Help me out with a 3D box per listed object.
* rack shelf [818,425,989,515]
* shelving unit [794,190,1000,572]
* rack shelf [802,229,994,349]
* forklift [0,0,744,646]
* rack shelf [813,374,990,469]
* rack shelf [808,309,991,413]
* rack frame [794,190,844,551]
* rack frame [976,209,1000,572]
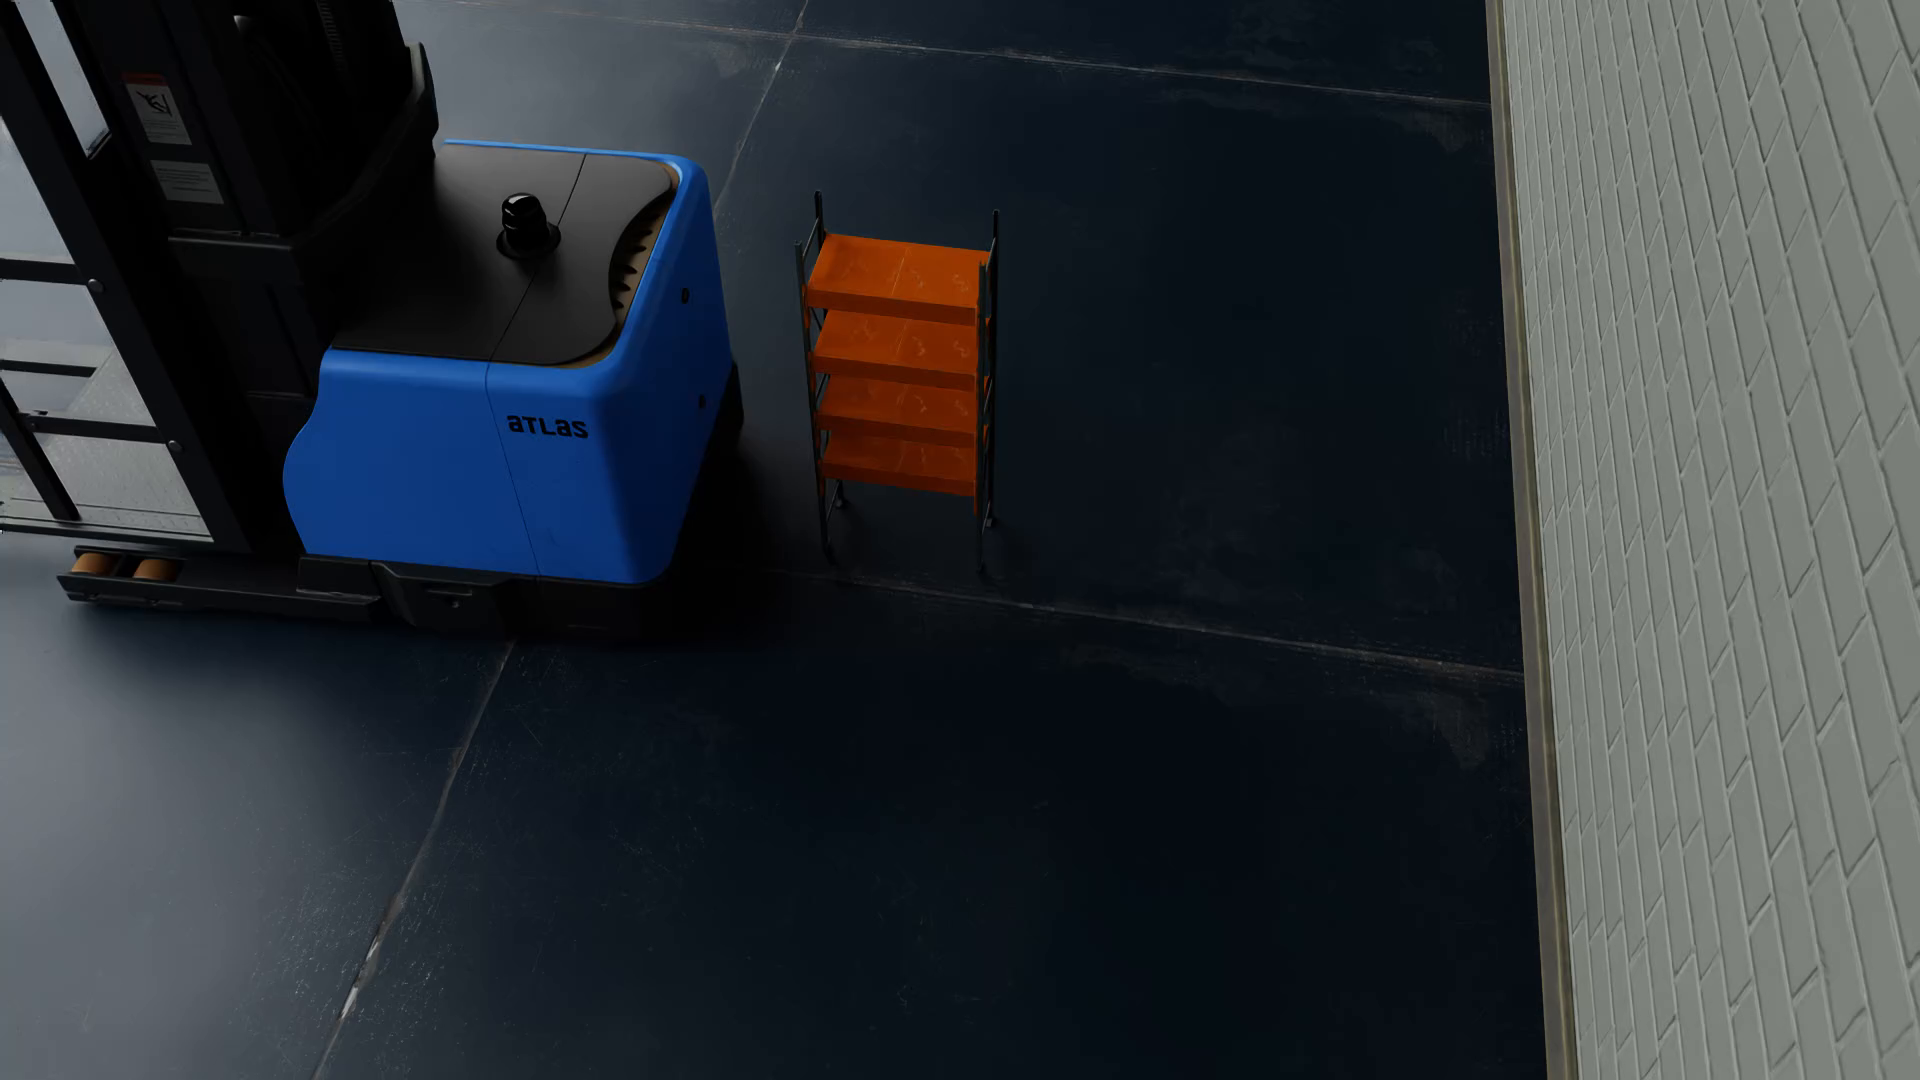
[{"bbox_3d":[-0.163,-0.245,5.021,0.480,0.148,0.258,8,49,7],"label":"rack shelf"},{"bbox_3d":[-0.163,-0.423,4.823,0.503,1.200,0.258,8,49,7],"label":"shelving unit"},{"bbox_3d":[-0.163,-0.686,4.531,0.480,0.148,0.258,8,49,7],"label":"rack shelf"},{"bbox_3d":[-2.271,-1.151,4.313,3.031,2.935,1.130,5,48,5],"label":"forklift"},{"bbox_3d":[-0.163,-0.378,4.873,0.480,0.148,0.258,8,49,7],"label":"rack shelf"},{"bbox_3d":[-0.163,-0.527,4.707,0.480,0.148,0.258,8,49,7],"label":"rack shelf"},{"bbox_3d":[-0.403,-0.455,4.852,0.015,1.200,0.240,8,49,7],"label":"rack frame"},{"bbox_3d":[0.077,-0.391,4.794,0.015,1.200,0.240,8,49,7],"label":"rack frame"}]
